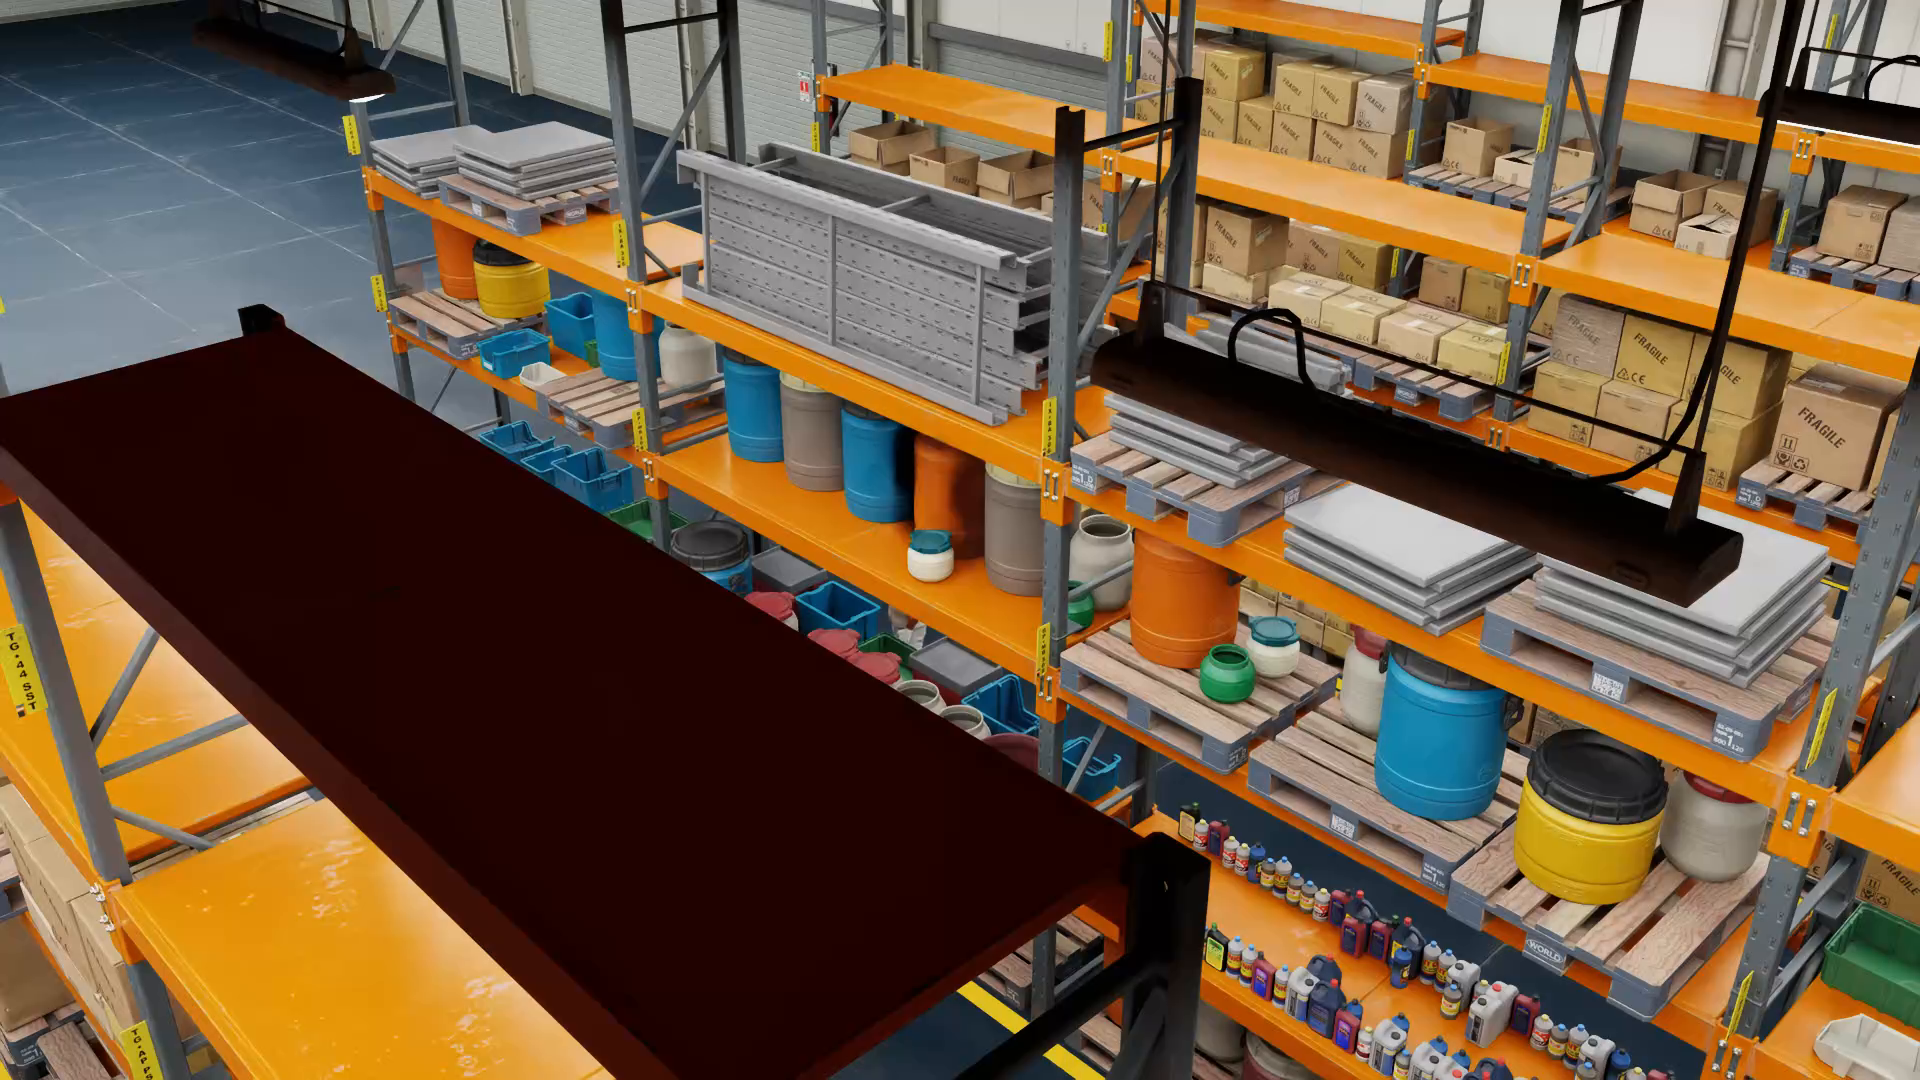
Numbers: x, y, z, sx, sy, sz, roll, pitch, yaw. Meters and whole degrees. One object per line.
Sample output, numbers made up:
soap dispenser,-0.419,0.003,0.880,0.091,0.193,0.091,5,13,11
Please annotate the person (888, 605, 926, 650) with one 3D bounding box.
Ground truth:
person,-0.473,0.675,13.665,0.411,1.803,0.564,-9,30,-17
